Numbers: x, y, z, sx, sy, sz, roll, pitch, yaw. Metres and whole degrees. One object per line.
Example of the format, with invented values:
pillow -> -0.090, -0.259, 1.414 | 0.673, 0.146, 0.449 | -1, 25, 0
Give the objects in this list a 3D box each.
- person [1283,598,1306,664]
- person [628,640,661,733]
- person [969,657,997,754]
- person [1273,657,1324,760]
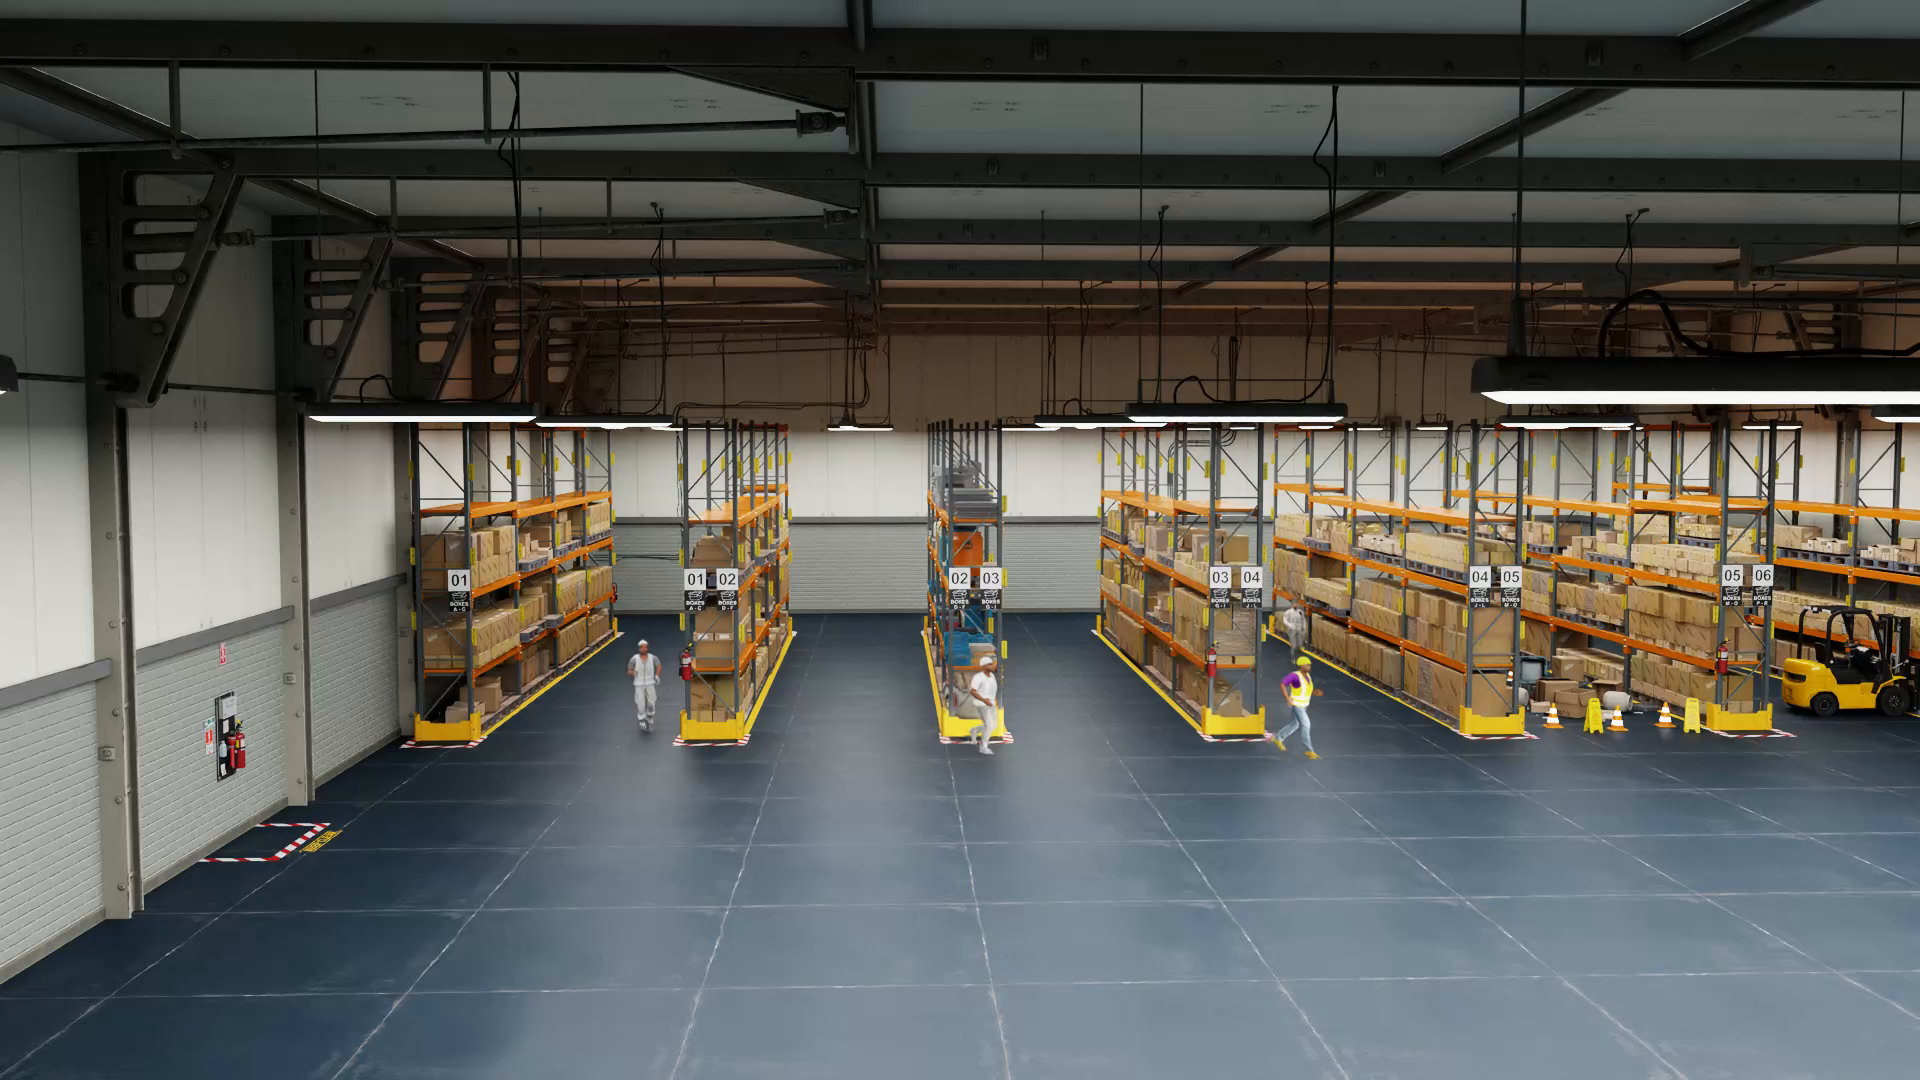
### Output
person -> 8.344, 2.259, 41.363 | 0.614, 1.658, 0.526 | 0, 4, -7
person -> -6.006, 2.799, 31.723 | 0.649, 1.776, 0.643 | -1, 4, -14
person -> 0.419, 2.961, 29.935 | 0.633, 1.727, 0.749 | 2, 4, 33
person -> 5.988, 2.951, 29.523 | 0.968, 1.783, 0.648 | 3, 4, 34
